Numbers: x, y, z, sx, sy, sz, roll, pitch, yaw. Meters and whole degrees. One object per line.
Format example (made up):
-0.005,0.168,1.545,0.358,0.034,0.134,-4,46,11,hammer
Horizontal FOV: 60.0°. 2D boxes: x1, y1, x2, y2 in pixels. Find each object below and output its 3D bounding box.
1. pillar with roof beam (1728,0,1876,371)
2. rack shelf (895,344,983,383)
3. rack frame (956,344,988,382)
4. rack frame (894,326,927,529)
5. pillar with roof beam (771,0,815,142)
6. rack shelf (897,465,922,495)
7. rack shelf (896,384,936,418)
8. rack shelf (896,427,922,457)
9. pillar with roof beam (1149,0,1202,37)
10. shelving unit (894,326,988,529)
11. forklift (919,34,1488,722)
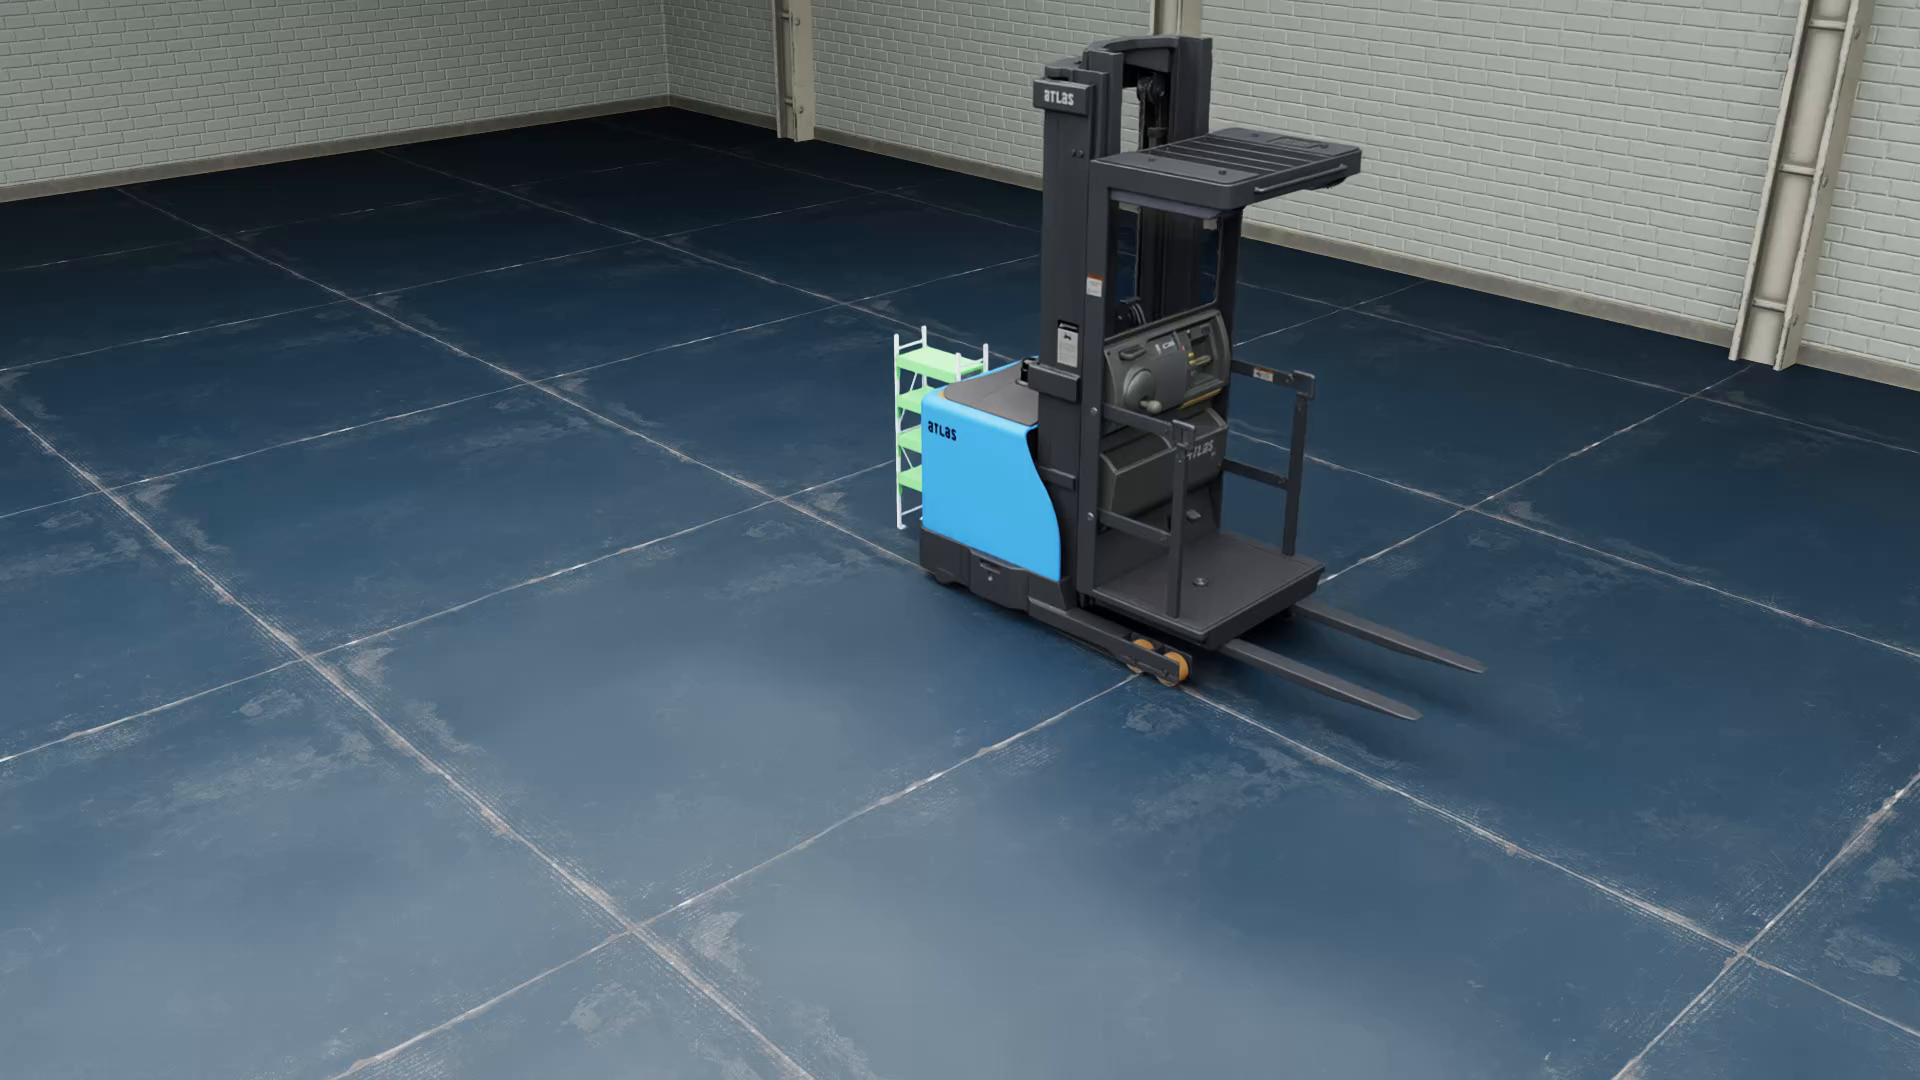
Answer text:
3.021,-4.252,8.229,9.100,9.000,0.400,-21,32,-38,pillar with roof beam
-0.108,-0.957,9.400,0.480,0.148,0.258,22,32,39,rack shelf
0.067,-0.508,9.419,0.015,1.200,0.240,22,32,39,rack frame
-0.284,-0.649,9.727,0.015,1.200,0.240,22,32,39,rack frame
-5.181,-7.888,16.198,9.100,9.000,0.400,-21,32,-38,pillar with roof beam
-0.108,-0.302,9.699,0.480,0.148,0.258,22,32,39,rack shelf
-0.108,-0.739,9.500,0.480,0.148,0.258,22,32,39,rack shelf
-0.108,-0.521,9.600,0.480,0.148,0.258,22,32,39,rack shelf
-1.080,-6.070,12.213,9.100,9.000,0.400,-21,32,-38,pillar with roof beam
-0.108,-0.579,9.573,0.503,1.200,0.258,22,32,39,shelving unit
1.184,-0.858,8.100,3.031,2.935,1.130,22,32,39,forklift
